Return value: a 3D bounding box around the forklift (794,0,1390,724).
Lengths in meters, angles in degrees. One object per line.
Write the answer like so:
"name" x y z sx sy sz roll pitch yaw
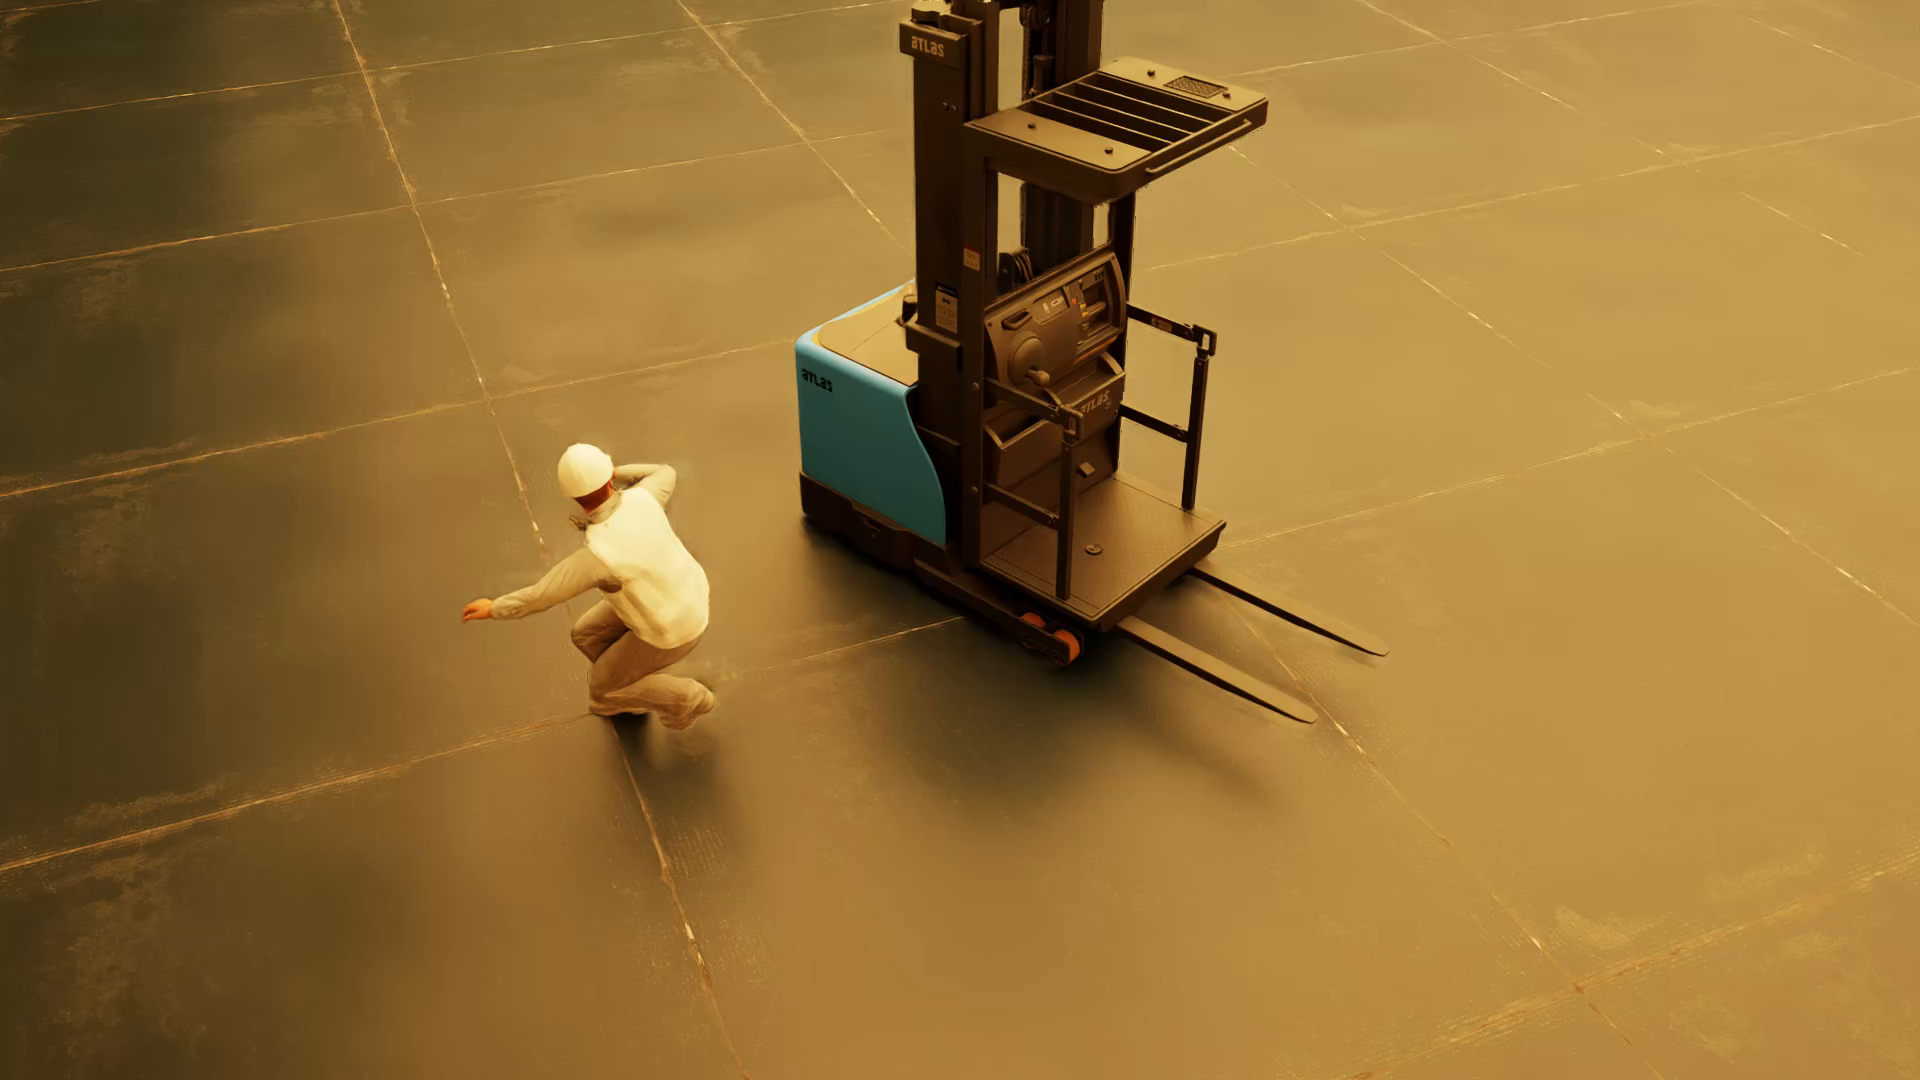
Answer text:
"forklift" 0.601 -0.953 7.438 3.031 2.935 1.130 27 44 33

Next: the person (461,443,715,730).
"person" -1.556 0.216 7.040 0.998 1.490 0.755 0 35 0
